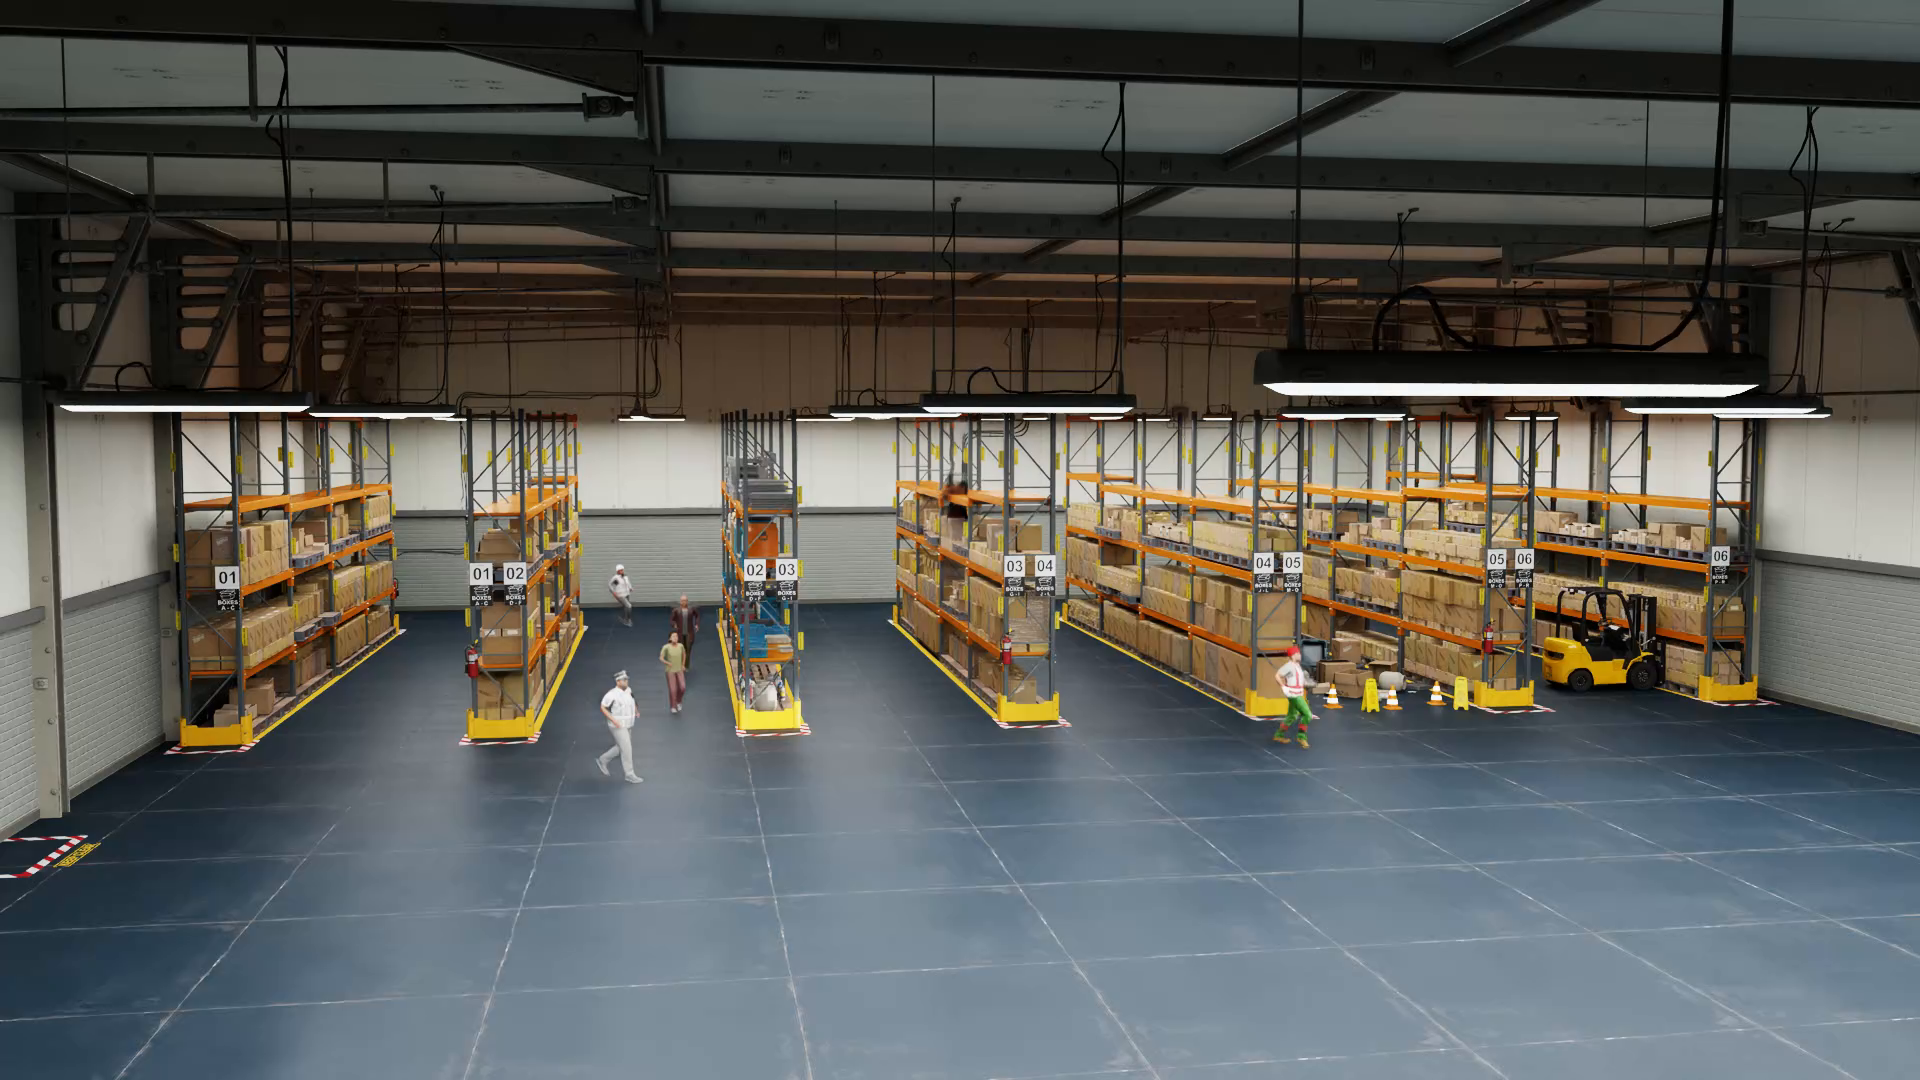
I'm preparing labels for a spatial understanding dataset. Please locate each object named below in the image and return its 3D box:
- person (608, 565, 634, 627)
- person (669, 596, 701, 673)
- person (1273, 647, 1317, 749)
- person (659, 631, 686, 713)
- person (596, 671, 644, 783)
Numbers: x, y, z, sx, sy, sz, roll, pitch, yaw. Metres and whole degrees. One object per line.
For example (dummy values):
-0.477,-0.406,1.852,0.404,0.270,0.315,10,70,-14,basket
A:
-9.546,1.587,46.984,0.703,1.791,0.718,2,5,30,person
-6.354,2.170,38.463,0.725,1.746,1.006,-1,4,-10,person
5.918,2.792,29.452,0.762,1.807,0.669,2,4,23,person
-5.642,2.608,32.855,0.576,1.635,0.553,-2,4,-23,person
-5.442,2.957,26.570,0.912,1.782,0.653,1,4,19,person
